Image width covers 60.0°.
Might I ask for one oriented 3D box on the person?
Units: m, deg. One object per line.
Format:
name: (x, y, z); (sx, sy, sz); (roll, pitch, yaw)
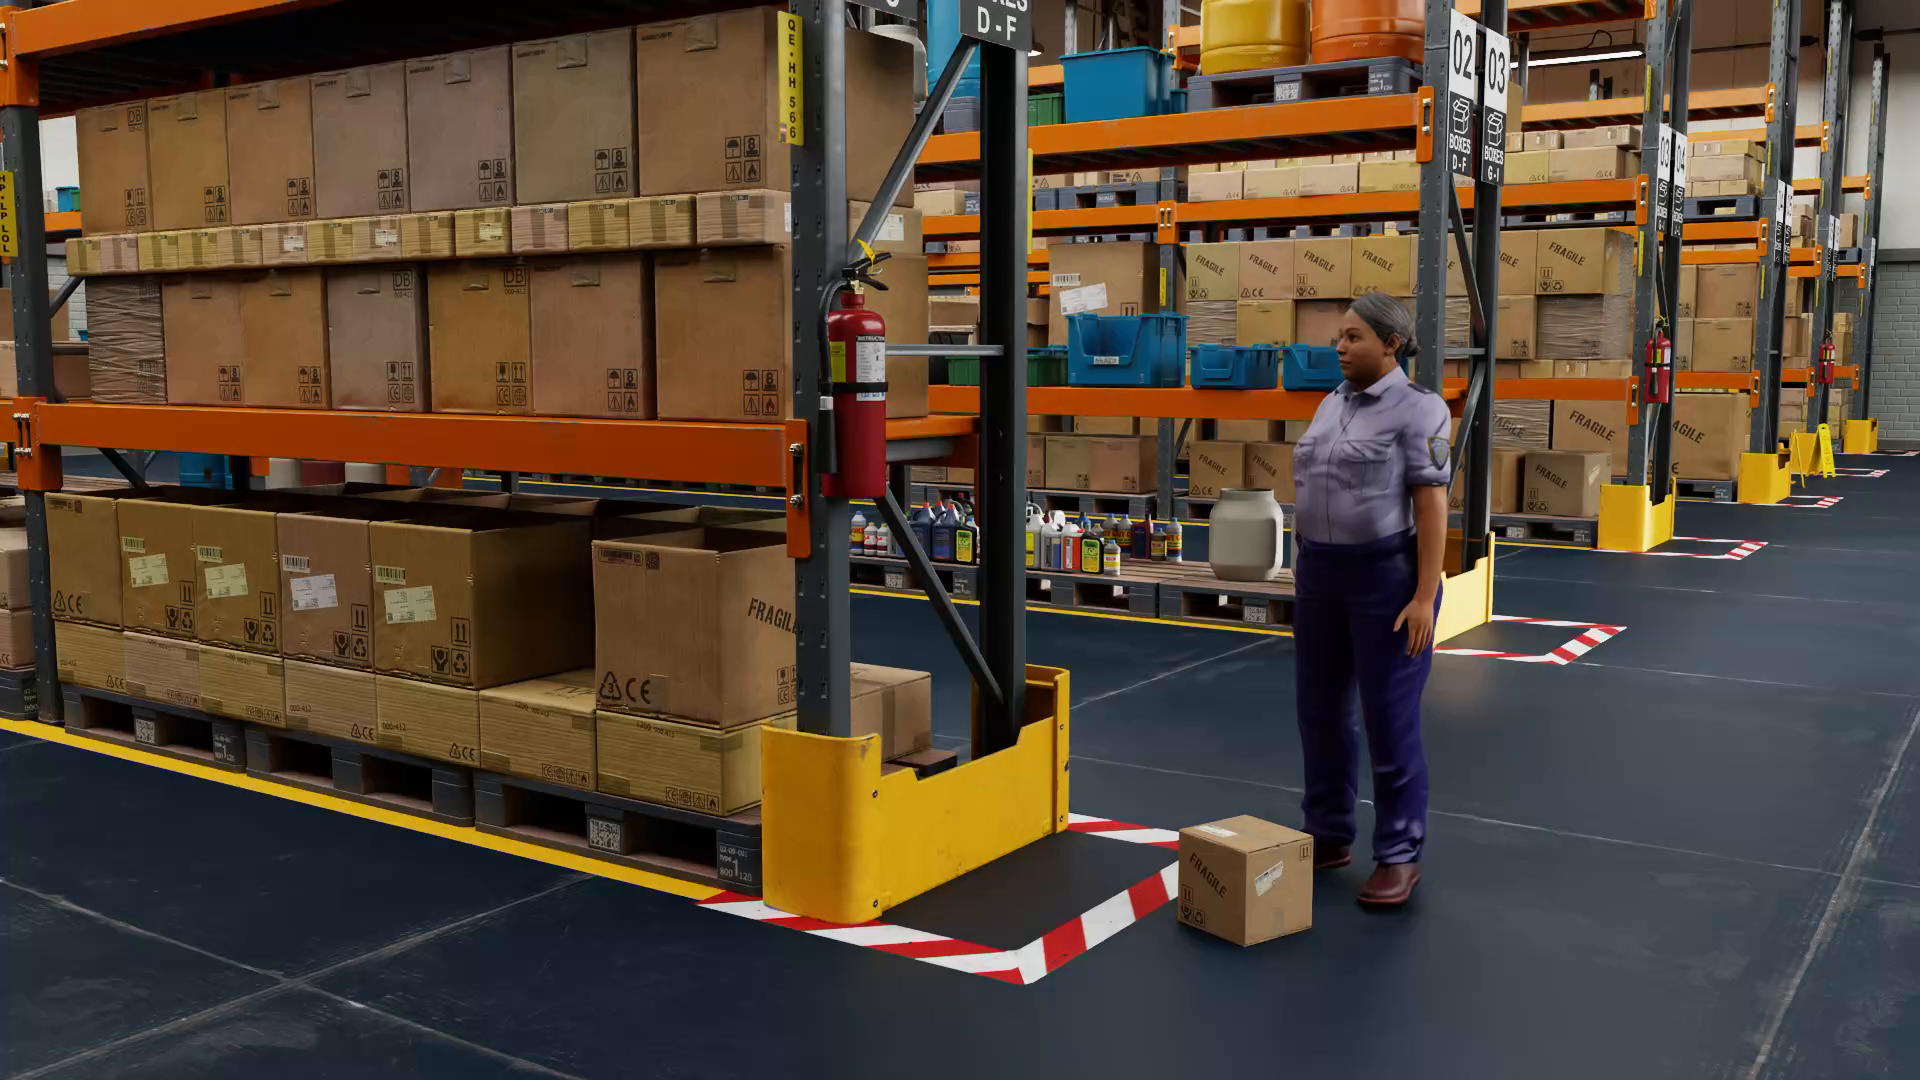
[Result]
person: (1.117, 0.150, 4.609); (0.368, 1.657, 0.489); (-4, 8, -34)
